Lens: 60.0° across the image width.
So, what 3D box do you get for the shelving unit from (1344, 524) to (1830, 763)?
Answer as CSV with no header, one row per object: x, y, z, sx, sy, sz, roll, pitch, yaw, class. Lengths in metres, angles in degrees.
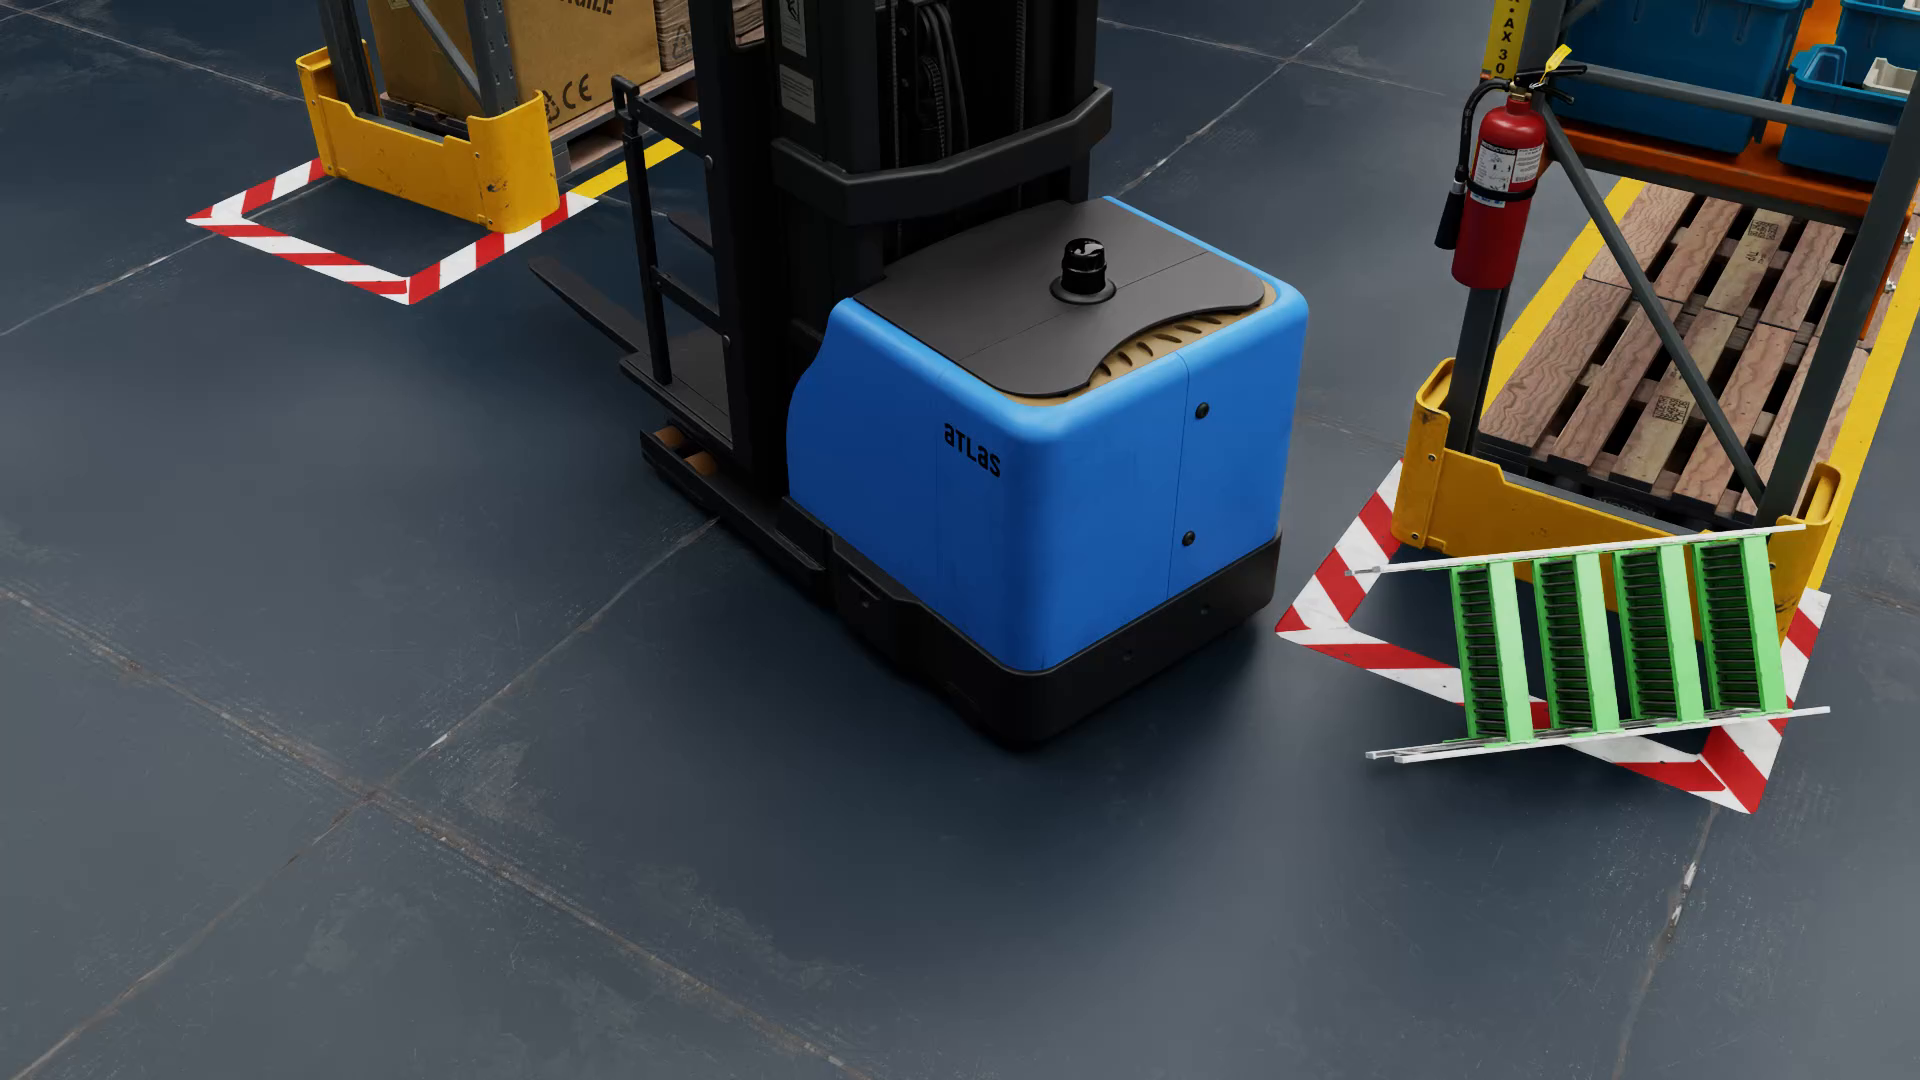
1.668,0.270,4.436,1.200,0.503,0.258,-5,-3,-9,shelving unit

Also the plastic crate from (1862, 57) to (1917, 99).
2.582,-1.191,4.506,0.250,0.136,0.298,21,42,25,plastic crate

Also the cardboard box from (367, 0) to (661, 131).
-1.977,-2.415,7.323,0.875,0.875,0.875,21,42,25,cardboard box

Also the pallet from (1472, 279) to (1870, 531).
2.404,-0.422,5.625,1.003,0.211,1.213,21,42,25,pallet

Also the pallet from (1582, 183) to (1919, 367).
3.059,-1.049,6.438,1.003,0.211,1.213,21,42,25,pallet

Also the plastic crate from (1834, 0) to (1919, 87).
2.693,-1.431,4.737,0.416,0.233,0.300,21,42,25,plastic crate

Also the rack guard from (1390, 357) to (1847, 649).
1.928,-0.108,4.980,1.175,0.500,0.348,21,42,25,rack guard

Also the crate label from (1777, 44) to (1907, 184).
2.340,-1.091,4.297,0.416,0.233,0.303,21,42,25,crate label

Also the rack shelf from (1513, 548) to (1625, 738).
1.605,0.275,4.426,0.148,0.480,0.258,-5,-3,-9,rack shelf

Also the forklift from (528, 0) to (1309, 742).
-0.399,-1.453,4.735,1.130,2.935,3.031,-27,45,-30,forklift

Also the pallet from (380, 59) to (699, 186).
-1.890,-2.068,7.759,1.003,0.211,1.213,21,42,25,pallet

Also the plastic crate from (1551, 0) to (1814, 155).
1.951,-1.386,4.513,0.616,0.435,0.499,21,42,25,plastic crate

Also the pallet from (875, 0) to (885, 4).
-0.583,-3.326,9.391,1.003,0.211,1.213,21,42,25,pallet

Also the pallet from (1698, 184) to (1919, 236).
3.712,-1.680,7.257,1.003,0.211,1.213,21,42,25,pallet

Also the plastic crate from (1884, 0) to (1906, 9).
3.045,-1.770,5.177,0.416,0.233,0.300,21,42,25,plastic crate

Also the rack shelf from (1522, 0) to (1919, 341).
3.001,-1.860,5.796,1.077,0.370,4.000,21,42,25,rack shelf

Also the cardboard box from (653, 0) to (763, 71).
-1.490,-2.884,7.931,0.875,0.875,0.875,21,42,25,cardboard box

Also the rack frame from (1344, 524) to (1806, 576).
1.643,0.027,4.451,1.200,0.015,0.240,-5,-3,-9,rack frame

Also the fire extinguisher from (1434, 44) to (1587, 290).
1.465,-1.007,4.468,0.296,0.674,0.183,21,42,25,fire extinguisher

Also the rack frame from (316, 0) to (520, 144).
-2.252,-2.734,6.340,1.000,3.000,0.127,21,42,25,rack frame

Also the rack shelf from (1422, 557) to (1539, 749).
1.369,0.297,4.388,0.148,0.480,0.258,-5,-3,-9,rack shelf

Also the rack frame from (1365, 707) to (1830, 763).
1.692,0.512,4.421,1.200,0.015,0.240,-5,-3,-9,rack frame

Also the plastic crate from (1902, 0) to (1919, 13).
2.945,-1.541,4.959,0.250,0.136,0.298,21,42,25,plastic crate

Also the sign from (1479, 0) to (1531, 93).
1.457,-1.350,4.411,0.100,0.325,0.005,21,42,25,sign

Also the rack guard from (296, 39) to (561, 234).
-2.265,-1.732,7.087,1.175,0.500,0.348,21,42,25,rack guard

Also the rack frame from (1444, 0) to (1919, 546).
1.930,-1.114,4.239,1.000,3.000,0.127,21,42,25,rack frame

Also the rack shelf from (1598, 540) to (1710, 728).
1.841,0.254,4.464,0.148,0.480,0.258,-5,-3,-9,rack shelf

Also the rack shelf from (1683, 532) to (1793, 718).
2.077,0.232,4.502,0.148,0.480,0.258,-5,-3,-9,rack shelf

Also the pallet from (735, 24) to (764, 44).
-1.236,-2.694,8.572,1.003,0.211,1.213,21,42,25,pallet
